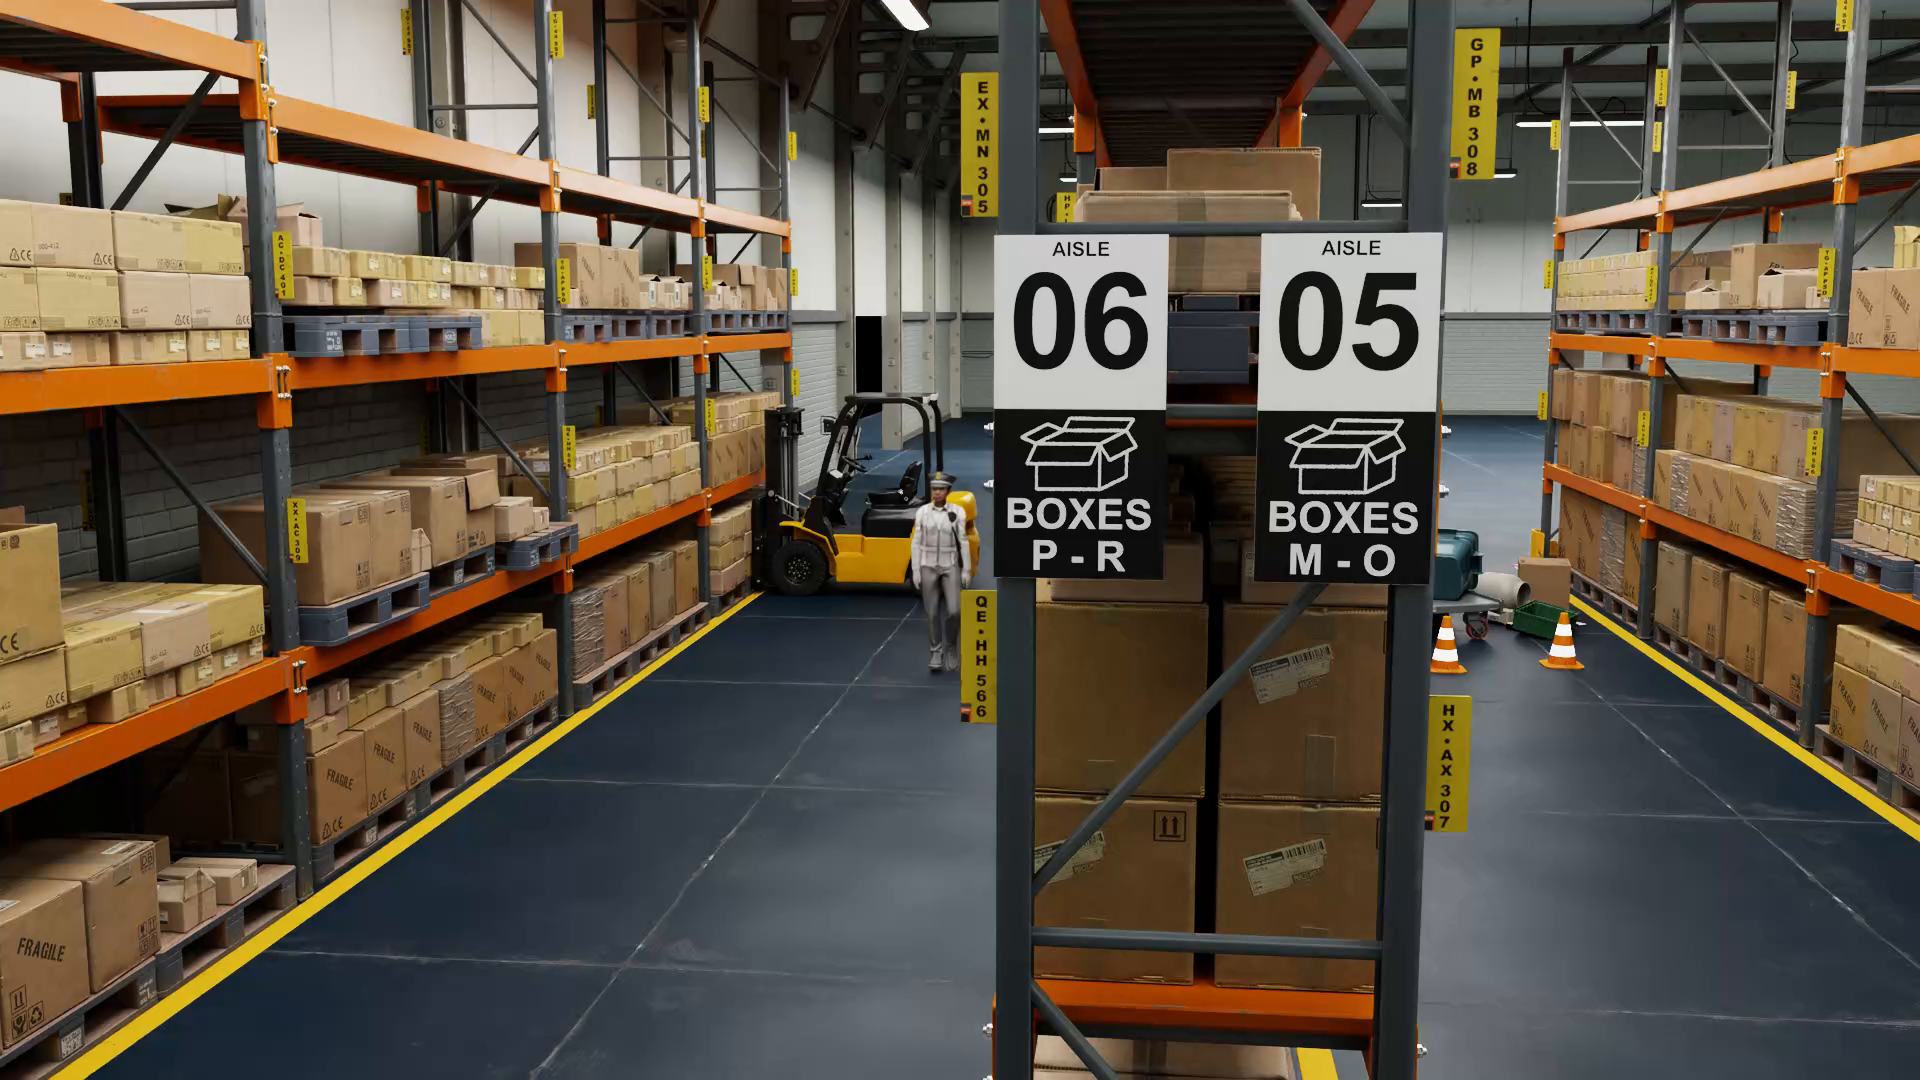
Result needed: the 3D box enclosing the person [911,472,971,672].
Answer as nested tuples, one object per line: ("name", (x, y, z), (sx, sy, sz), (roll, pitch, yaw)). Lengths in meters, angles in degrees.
("person", (-0.172, 0.278, 14.086), (0.516, 1.700, 0.430), (1, 8, 8))
